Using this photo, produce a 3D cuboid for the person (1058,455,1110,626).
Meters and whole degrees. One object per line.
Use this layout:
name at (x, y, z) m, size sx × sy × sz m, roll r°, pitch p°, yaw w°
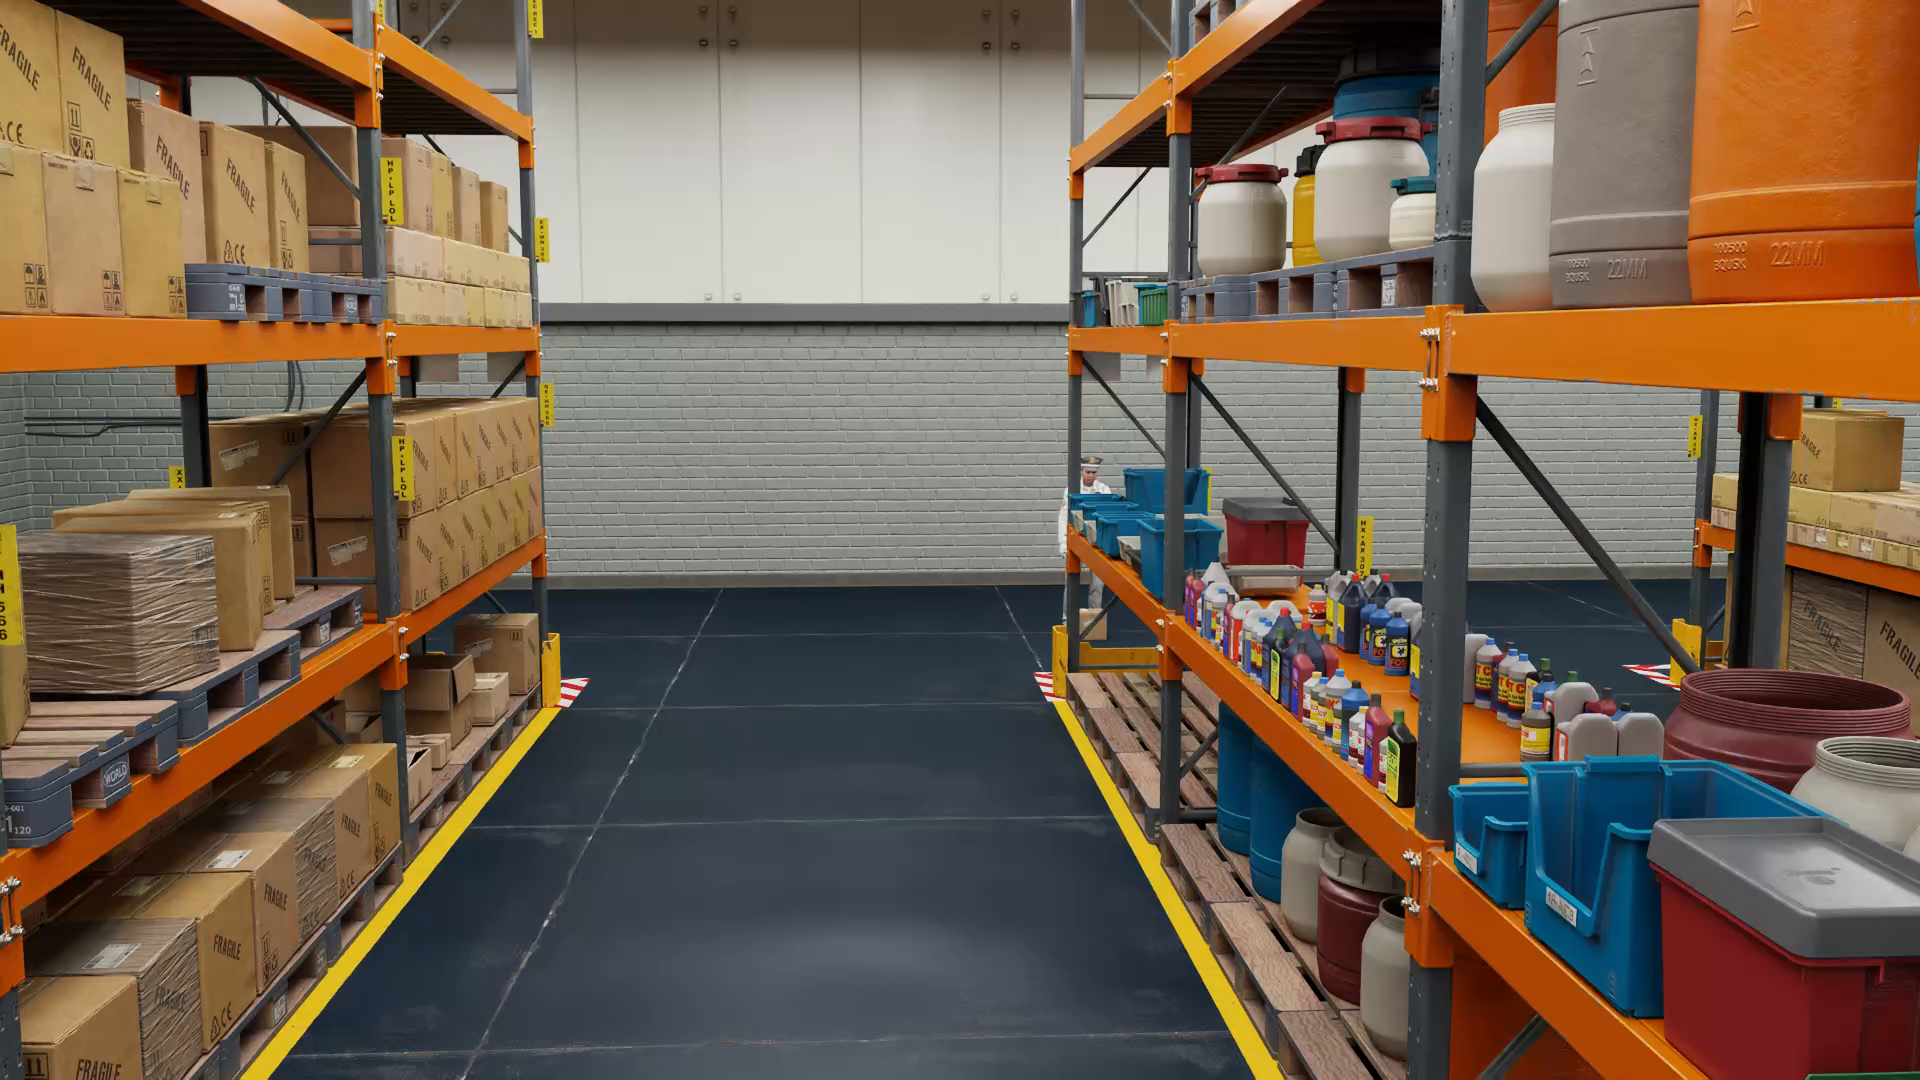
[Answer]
person at (1.172, 0.045, 15.369) m, size 0.528 × 1.664 × 0.403 m, roll 0°, pitch 7°, yaw -4°
